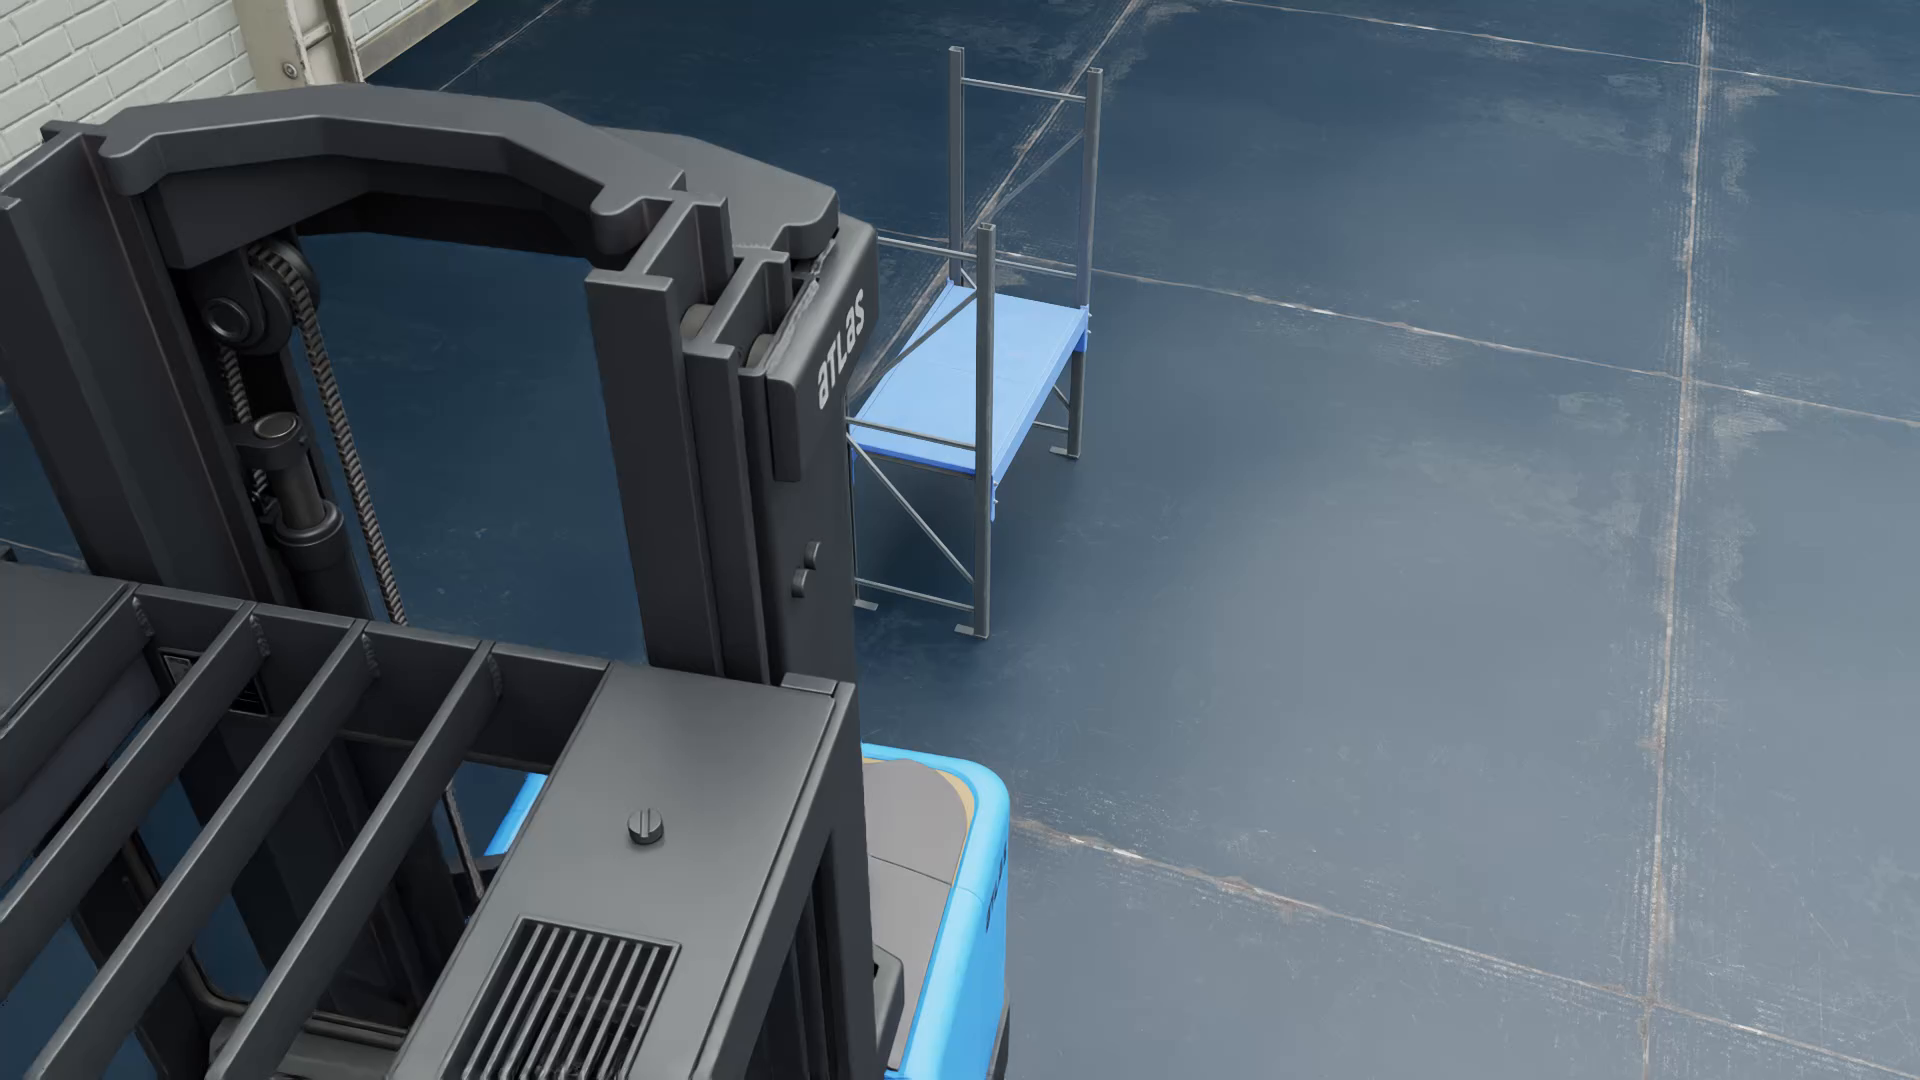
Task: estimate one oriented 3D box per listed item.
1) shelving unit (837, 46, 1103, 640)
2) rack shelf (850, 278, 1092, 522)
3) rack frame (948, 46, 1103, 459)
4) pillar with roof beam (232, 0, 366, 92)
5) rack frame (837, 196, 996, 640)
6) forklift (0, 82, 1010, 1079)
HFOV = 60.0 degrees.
[{"bbox_3d":[0.029,-0.623,5.324,0.538,1.500,1.048,13,42,15],"label":"shelving unit"},{"bbox_3d":[0.029,-0.486,5.441,0.538,0.185,1.000,13,42,15],"label":"rack shelf"},{"bbox_3d":[0.203,-0.933,5.688,0.500,1.500,0.032,13,42,15],"label":"rack frame"},{"bbox_3d":[0.933,-4.495,4.086,9.100,9.000,0.400,13,42,15],"label":"pillar with roof beam"},{"bbox_3d":[-0.145,-0.313,4.961,0.500,1.500,0.032,13,42,15],"label":"rack frame"},{"bbox_3d":[-0.703,1.048,2.264,1.130,2.935,3.031,8,41,10],"label":"forklift"}]
